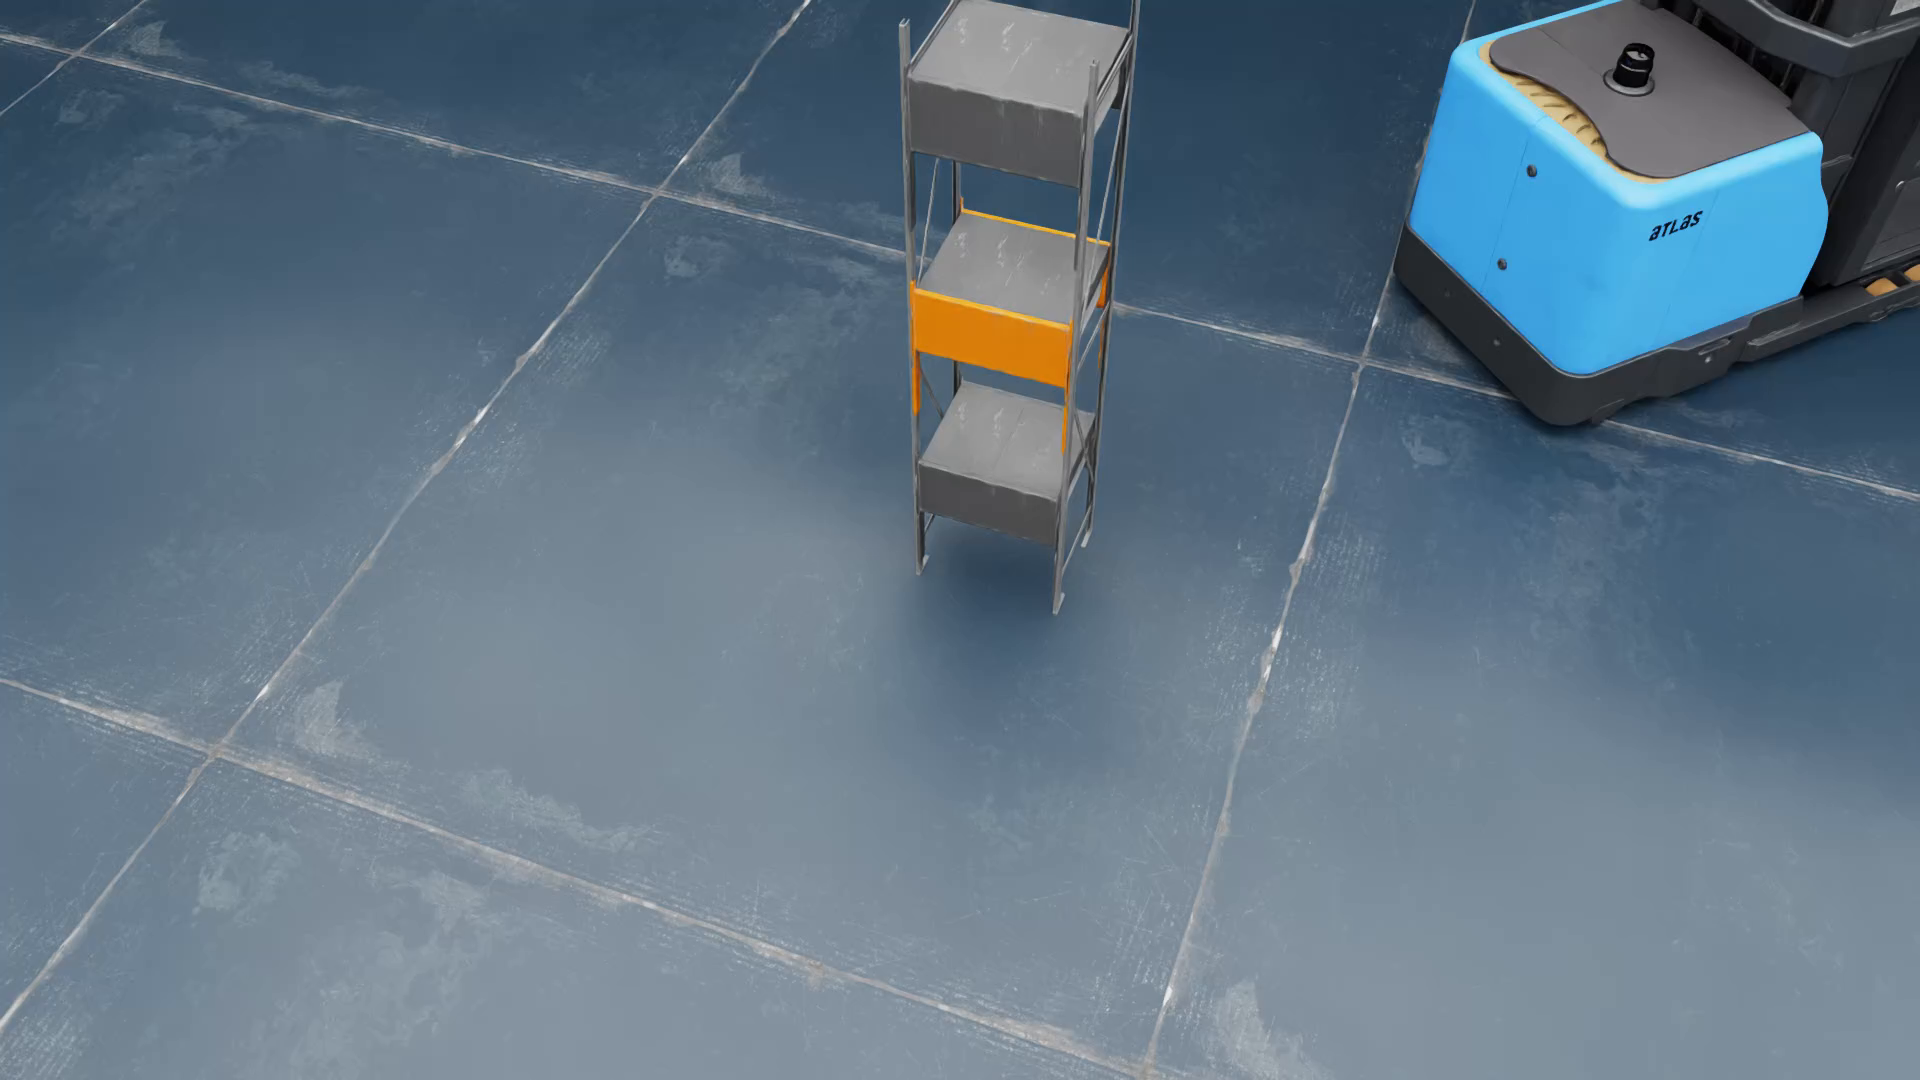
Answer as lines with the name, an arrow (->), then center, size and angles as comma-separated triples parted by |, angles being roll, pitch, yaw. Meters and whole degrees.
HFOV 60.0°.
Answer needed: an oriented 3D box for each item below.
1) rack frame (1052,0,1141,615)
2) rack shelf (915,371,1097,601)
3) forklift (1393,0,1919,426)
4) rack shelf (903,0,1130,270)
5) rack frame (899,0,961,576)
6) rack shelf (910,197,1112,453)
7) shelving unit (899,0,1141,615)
rack frame -> 0.384, -0.580, 4.864 | 0.015, 2.100, 0.400 | 16, 51, 13
rack shelf -> 0.155, -0.177, 5.458 | 0.480, 0.518, 0.431 | 16, 51, 13
forklift -> 3.270, -2.152, 5.676 | 3.031, 2.935, 1.130 | -20, 52, -17
rack shelf -> 0.155, -1.094, 4.400 | 0.480, 0.518, 0.431 | 16, 51, 13
rack frame -> -0.074, -0.708, 4.974 | 0.015, 2.100, 0.400 | 16, 51, 13
rack shelf -> 0.155, -0.635, 4.929 | 0.480, 0.518, 0.431 | 16, 51, 13
shelving unit -> 0.155, -0.644, 4.919 | 0.503, 2.100, 0.431 | 16, 51, 13
